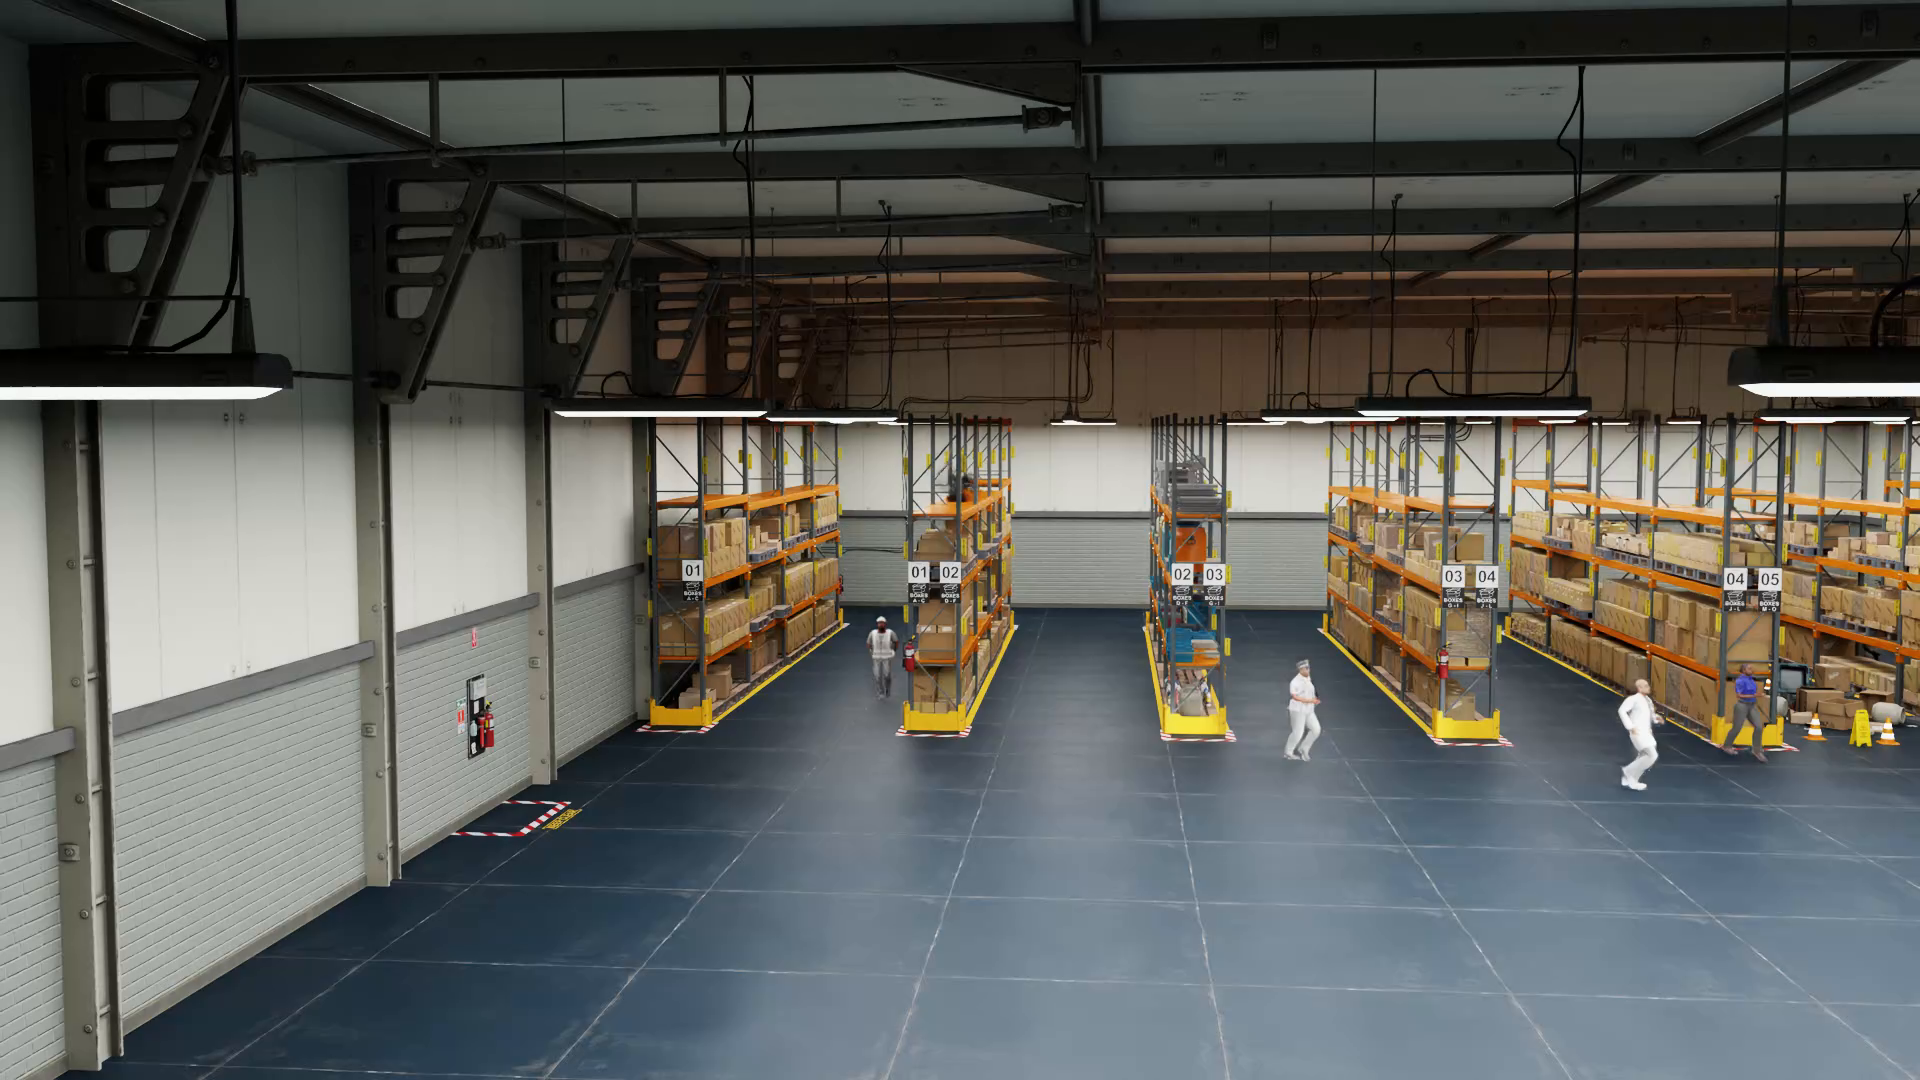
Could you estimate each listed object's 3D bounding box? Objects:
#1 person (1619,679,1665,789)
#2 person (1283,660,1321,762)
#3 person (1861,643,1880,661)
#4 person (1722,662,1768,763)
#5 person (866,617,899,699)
[{"bbox_3d":[10.766,3.073,26.227,0.609,1.752,0.761,4,5,43],"label":"person"},{"bbox_3d":[5.893,2.944,28.458,0.722,1.824,0.680,4,5,43],"label":"person"},{"bbox_3d":[21.728,2.218,39.811,0.648,1.672,0.616,0,4,1],"label":"person"},{"bbox_3d":[13.559,2.957,28.720,0.576,1.689,0.750,-2,4,-28],"label":"person"},{"bbox_3d":[-1.632,2.474,34.654,0.669,1.737,0.589,0,4,4],"label":"person"}]
